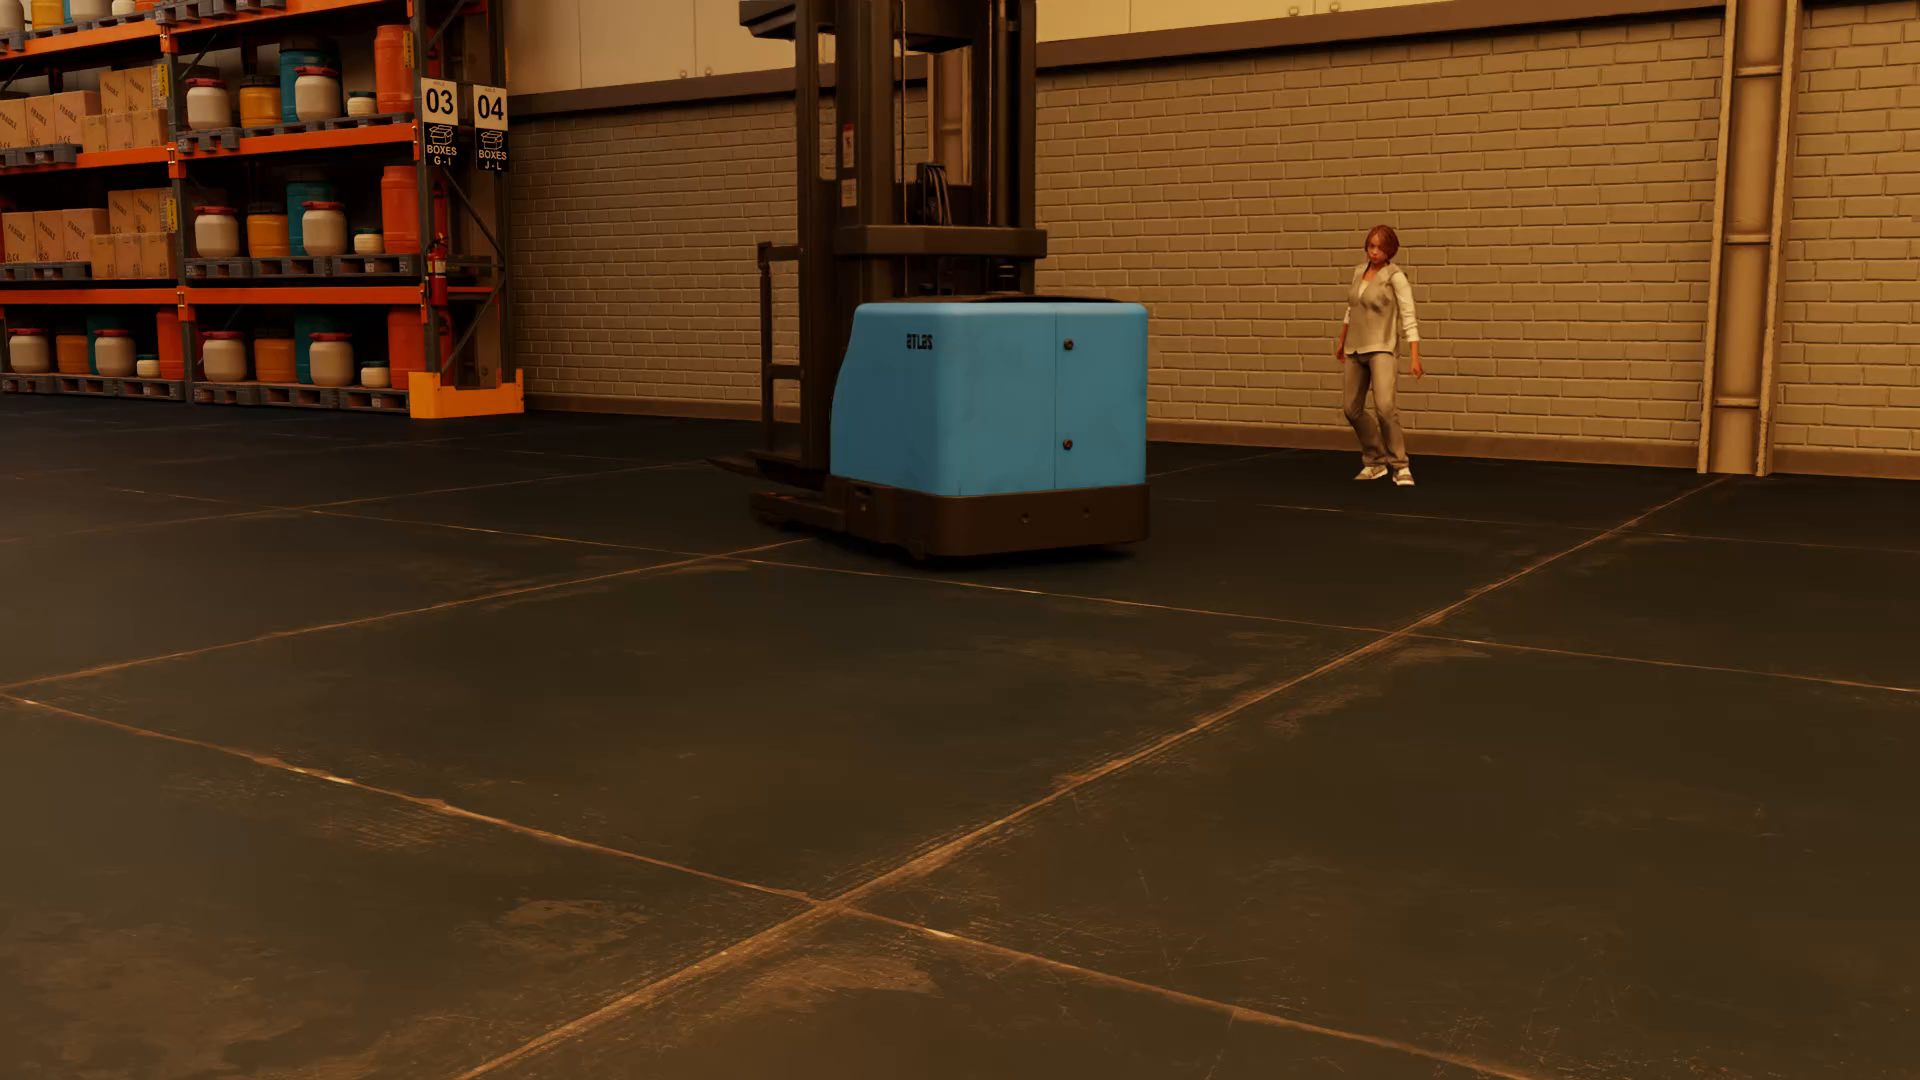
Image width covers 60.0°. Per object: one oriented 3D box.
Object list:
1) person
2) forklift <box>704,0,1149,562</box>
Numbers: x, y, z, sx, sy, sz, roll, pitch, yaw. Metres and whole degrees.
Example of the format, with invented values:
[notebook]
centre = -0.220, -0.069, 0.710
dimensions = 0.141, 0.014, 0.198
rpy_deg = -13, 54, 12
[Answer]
[person]
centre = 2.537, -1.107, 10.065
dimensions = 0.419, 1.571, 0.744
rpy_deg = -5, 9, -29
[forklift]
centre = -0.371, -1.529, 7.947
dimensions = 1.130, 2.935, 3.031
rpy_deg = -5, 9, -30
